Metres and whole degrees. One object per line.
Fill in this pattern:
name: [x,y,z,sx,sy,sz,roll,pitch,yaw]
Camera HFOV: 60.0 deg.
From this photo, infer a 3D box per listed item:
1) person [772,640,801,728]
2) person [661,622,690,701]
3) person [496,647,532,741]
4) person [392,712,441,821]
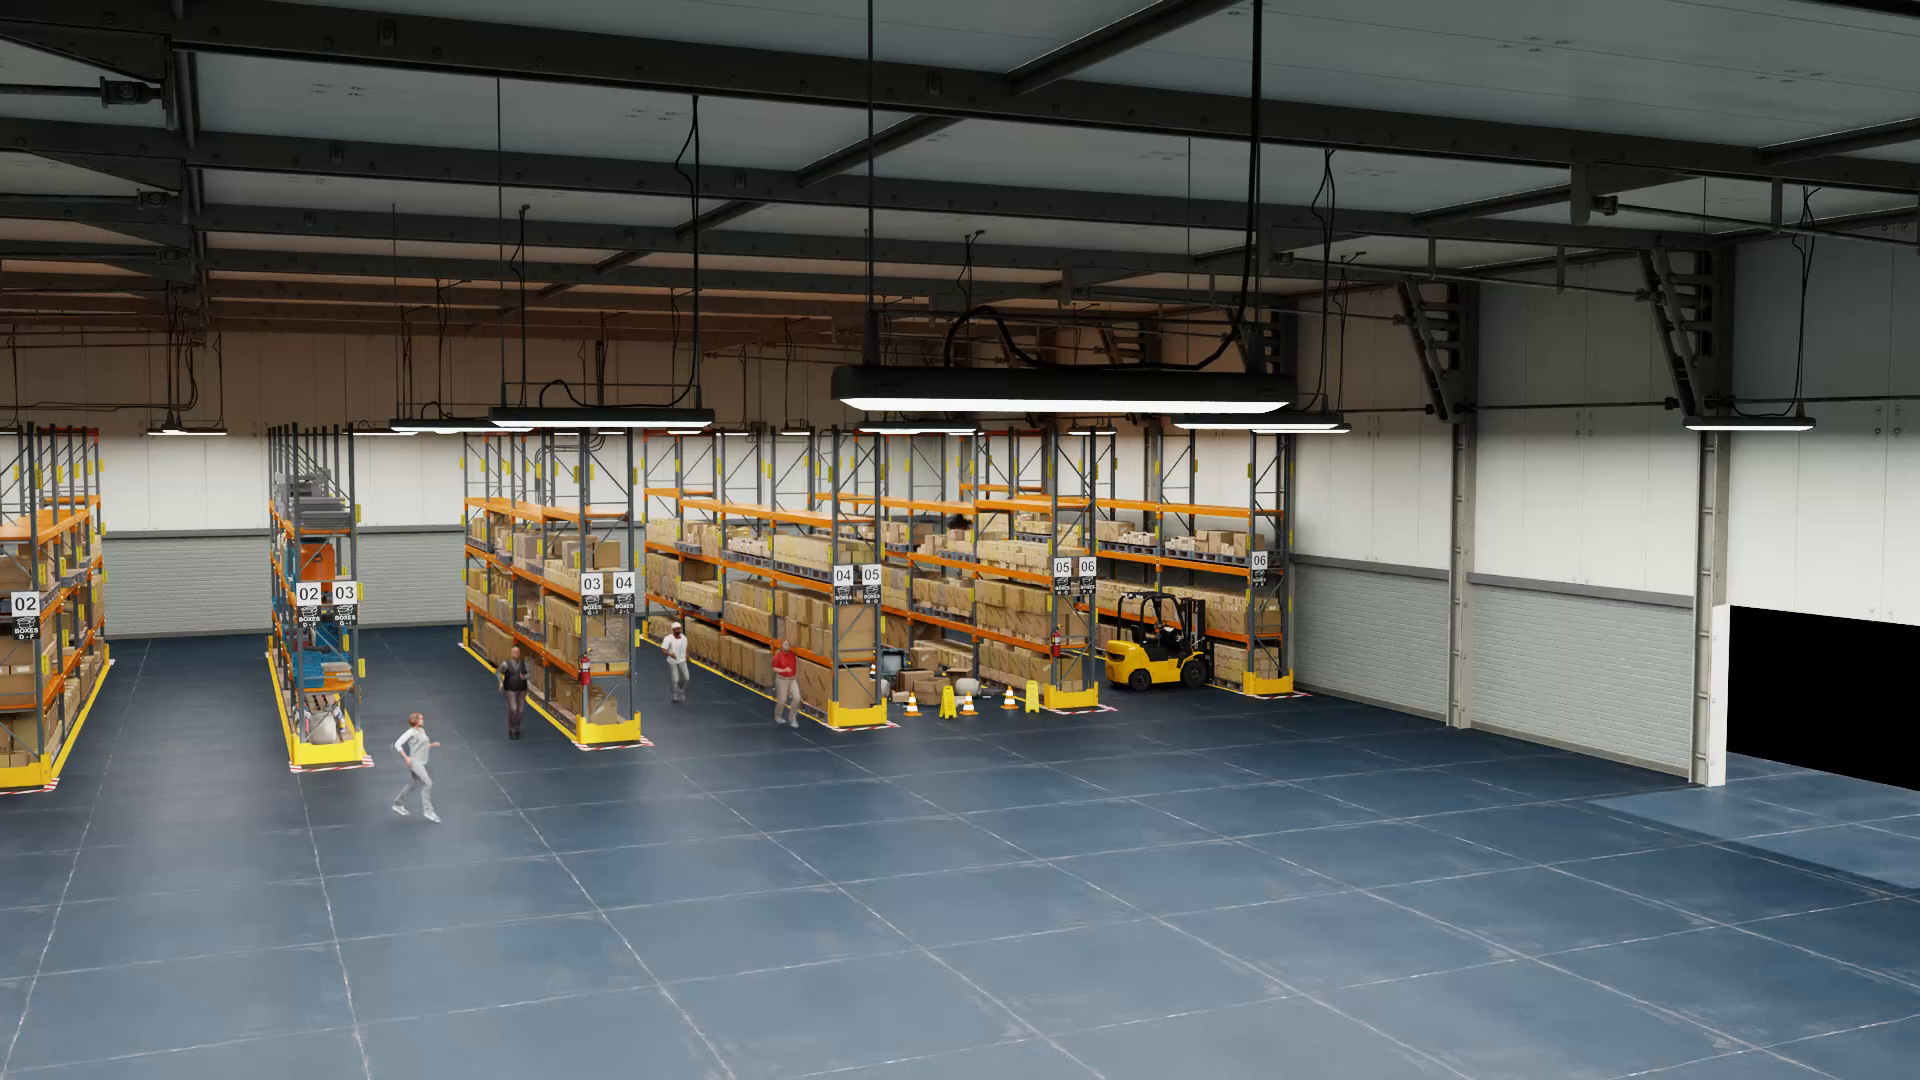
person: [-3.443,2.866,33.005,0.638,1.784,0.767,-2,4,-34]
person: [-6.121,2.649,36.030,0.705,1.744,0.626,-2,4,-34]
person: [-8.481,2.929,31.731,0.624,1.780,0.752,-2,4,-30]
person: [-8.151,3.388,24.889,0.759,1.629,0.516,0,3,0]
